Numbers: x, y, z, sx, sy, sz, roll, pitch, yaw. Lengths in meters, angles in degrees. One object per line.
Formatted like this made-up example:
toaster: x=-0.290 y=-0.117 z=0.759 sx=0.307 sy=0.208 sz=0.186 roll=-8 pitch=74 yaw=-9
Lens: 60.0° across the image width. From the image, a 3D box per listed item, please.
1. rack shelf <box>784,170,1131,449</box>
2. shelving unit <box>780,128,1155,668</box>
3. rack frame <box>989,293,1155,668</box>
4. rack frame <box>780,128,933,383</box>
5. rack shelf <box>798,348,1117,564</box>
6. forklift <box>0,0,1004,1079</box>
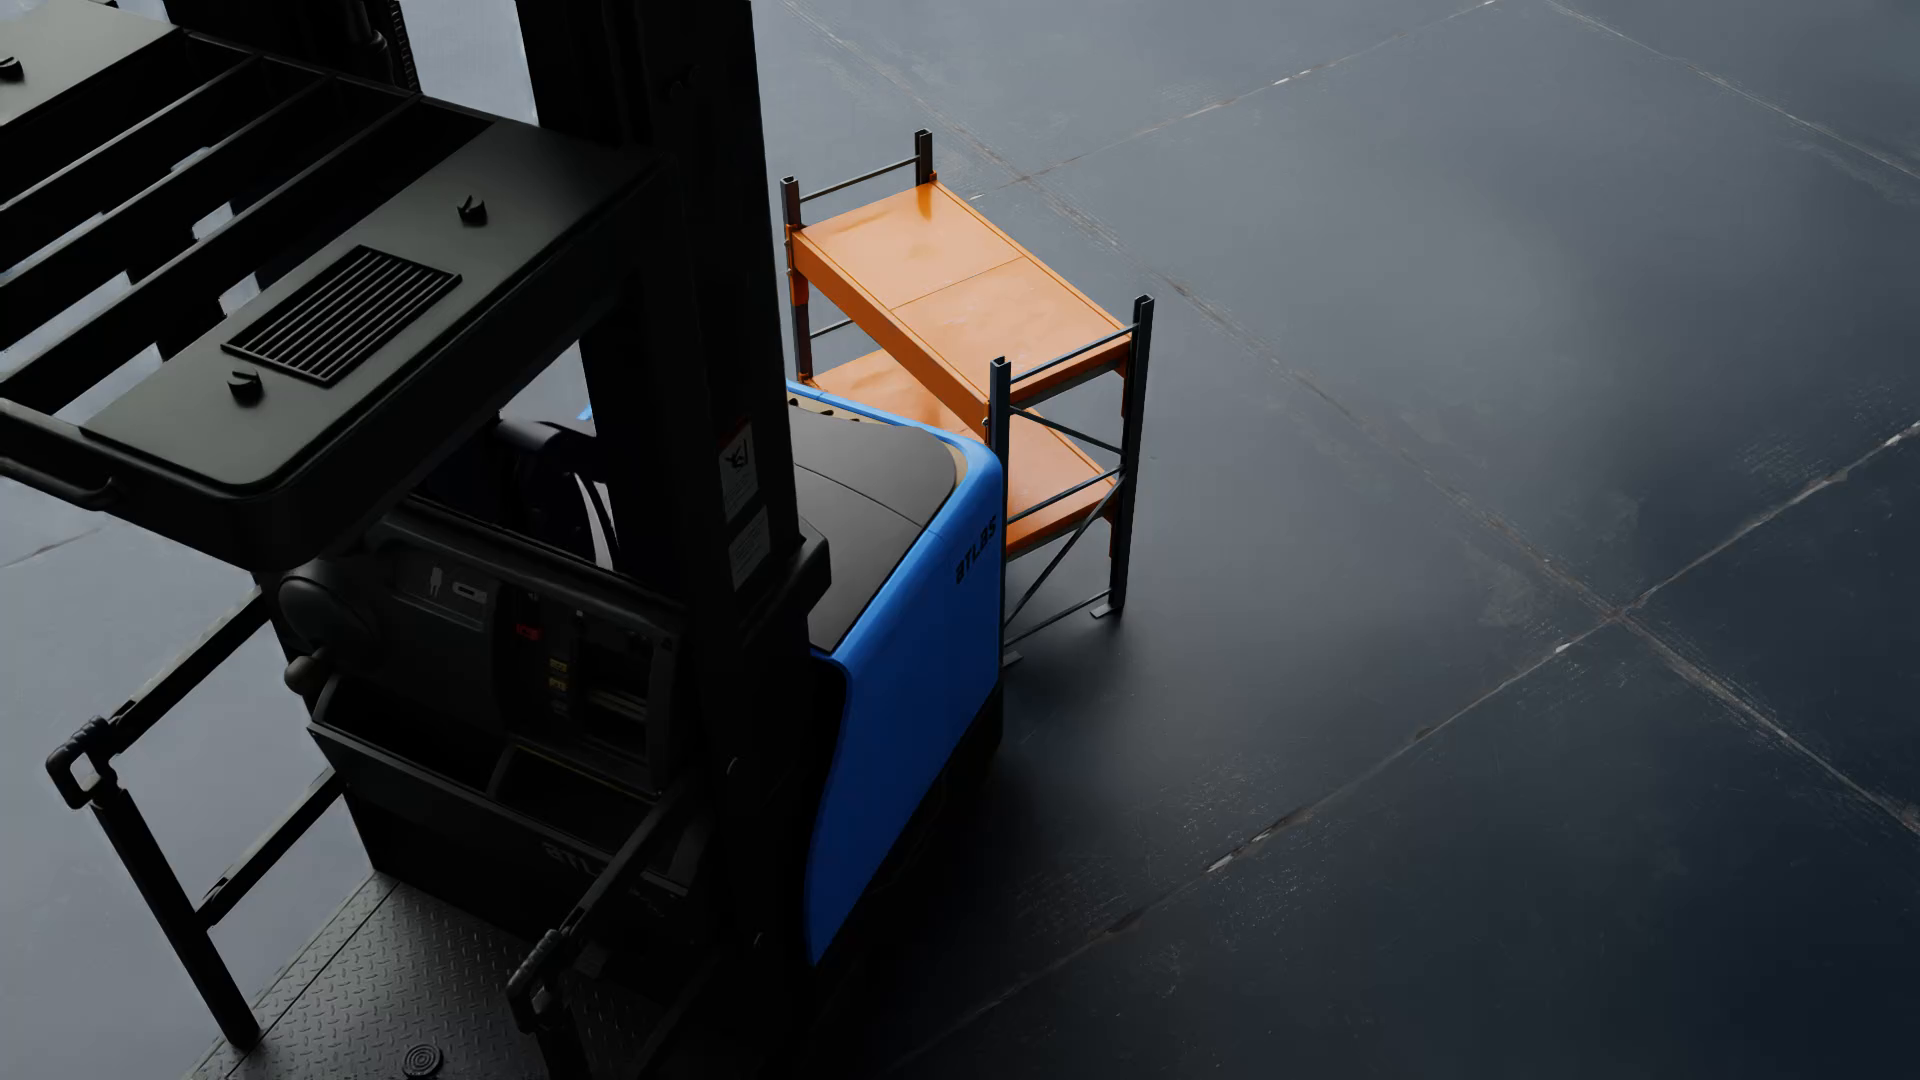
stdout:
rack shelf: x=-0.004 y=-0.622 z=4.663 sx=0.538 sy=0.278 sz=1.000 roll=-26 pitch=49 yaw=-24
shelving unit: x=-0.004 y=-0.411 z=4.866 sx=0.538 sy=1.125 sz=1.048 roll=-26 pitch=49 yaw=-24
rack frame: x=0.287 y=-0.123 z=4.564 sx=0.500 sy=1.125 sz=0.032 roll=-26 pitch=49 yaw=-24
rack frame: x=-0.295 y=-0.699 z=5.167 sx=0.500 sy=1.125 sz=0.032 roll=-26 pitch=49 yaw=-24
rack shelf: x=-0.004 y=-0.234 z=5.034 sx=0.538 sy=0.278 sz=1.000 roll=-26 pitch=49 yaw=-24
forklift: x=-0.991 y=0.262 z=2.853 sx=1.130 sy=2.935 sz=3.031 roll=19 pitch=47 yaw=19
